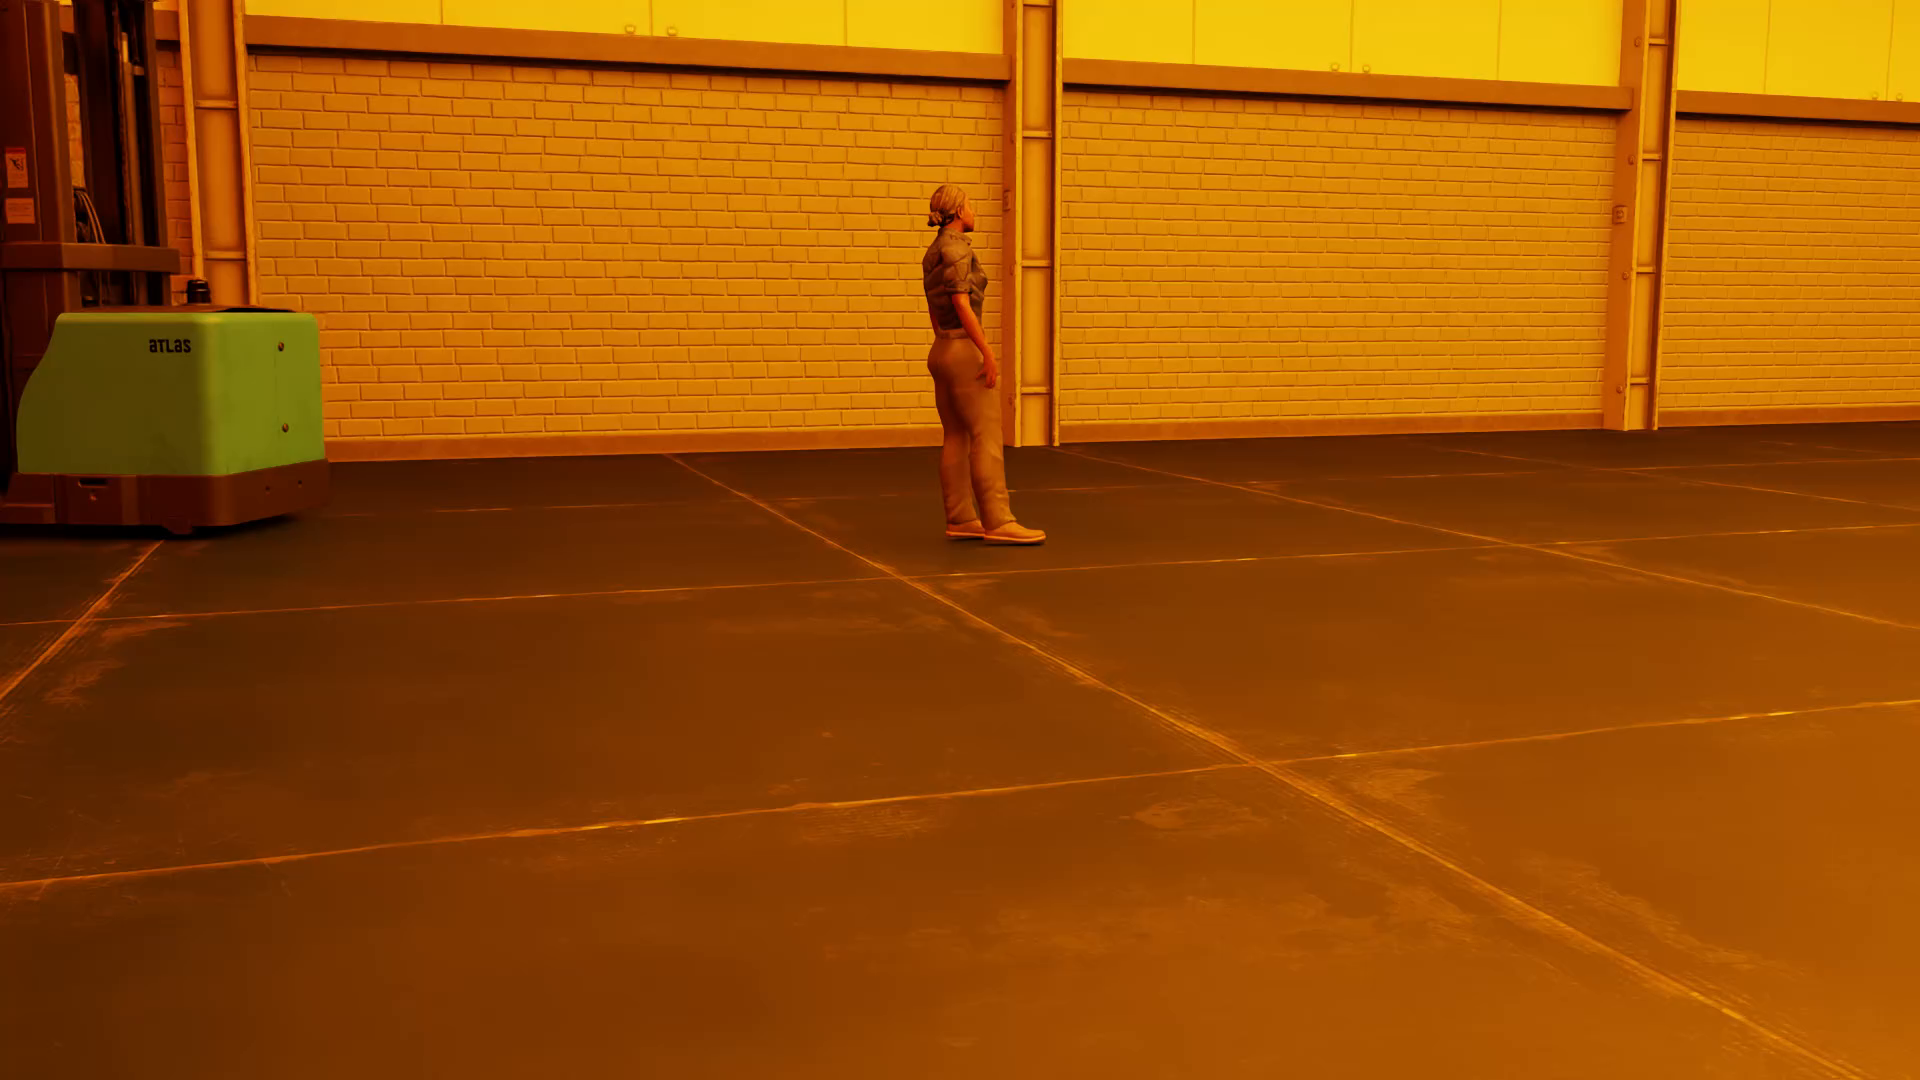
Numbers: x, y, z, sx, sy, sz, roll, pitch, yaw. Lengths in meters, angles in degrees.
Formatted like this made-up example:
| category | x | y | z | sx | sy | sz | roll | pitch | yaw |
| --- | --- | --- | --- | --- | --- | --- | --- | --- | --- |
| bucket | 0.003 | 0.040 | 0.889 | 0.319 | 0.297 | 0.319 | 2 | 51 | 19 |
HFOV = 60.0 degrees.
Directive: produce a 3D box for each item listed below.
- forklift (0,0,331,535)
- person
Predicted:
| category | x | y | z | sx | sy | sz | roll | pitch | yaw |
| --- | --- | --- | --- | --- | --- | --- | --- | --- | --- |
| forklift | -4.889 | -1.541 | 8.379 | 3.031 | 2.935 | 1.130 | 1 | 8 | 8 |
| person | 0.090 | -0.828 | 7.820 | 0.503 | 1.656 | 0.569 | -3 | 8 | -18 |
